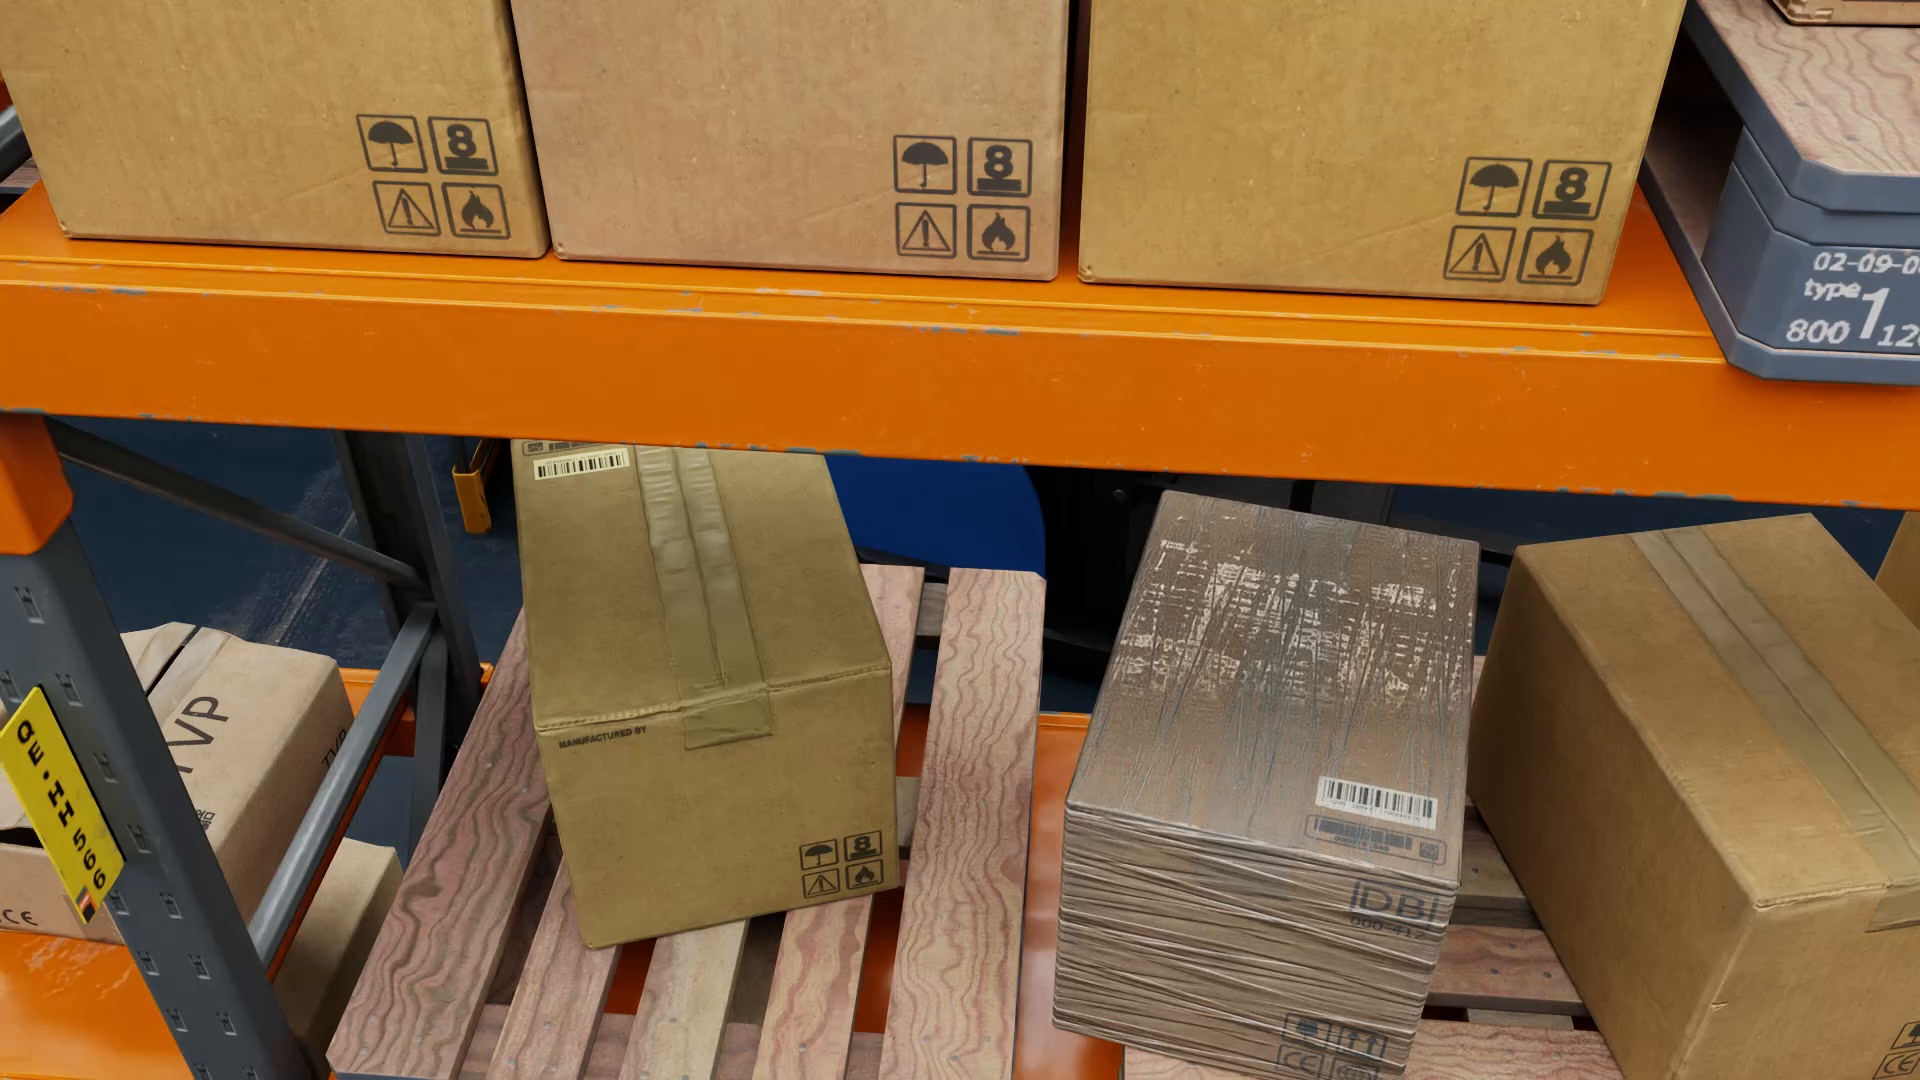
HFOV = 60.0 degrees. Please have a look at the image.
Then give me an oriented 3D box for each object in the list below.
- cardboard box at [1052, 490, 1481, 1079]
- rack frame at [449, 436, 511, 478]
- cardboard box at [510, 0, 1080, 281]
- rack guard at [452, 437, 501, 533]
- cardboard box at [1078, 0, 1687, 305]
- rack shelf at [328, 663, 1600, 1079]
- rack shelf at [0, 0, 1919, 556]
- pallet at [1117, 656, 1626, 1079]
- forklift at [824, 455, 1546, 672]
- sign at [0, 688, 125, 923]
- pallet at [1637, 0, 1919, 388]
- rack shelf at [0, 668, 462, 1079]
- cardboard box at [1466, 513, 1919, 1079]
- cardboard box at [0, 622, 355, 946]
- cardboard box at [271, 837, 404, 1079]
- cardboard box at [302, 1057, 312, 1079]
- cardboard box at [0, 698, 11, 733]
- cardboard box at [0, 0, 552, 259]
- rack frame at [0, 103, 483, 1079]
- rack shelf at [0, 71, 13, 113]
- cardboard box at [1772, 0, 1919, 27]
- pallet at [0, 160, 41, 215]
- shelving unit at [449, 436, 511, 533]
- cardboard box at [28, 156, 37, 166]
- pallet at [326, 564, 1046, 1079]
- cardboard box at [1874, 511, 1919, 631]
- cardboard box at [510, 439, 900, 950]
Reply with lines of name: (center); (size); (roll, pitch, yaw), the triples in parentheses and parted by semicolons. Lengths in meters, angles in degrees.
cardboard box: (0.470, 0.363, 2.516); (0.500, 0.500, 0.700); (10, 40, 12)
rack frame: (-1.691, -0.792, 5.535); (0.032, 1.500, 0.500); (1, 39, 1)
cardboard box: (-0.116, -0.740, 1.828); (0.500, 0.500, 0.910); (3, 39, 4)
rack guard: (-1.672, -0.307, 5.929); (0.087, 0.250, 0.587); (1, 39, 1)
cardboard box: (0.402, -0.712, 1.793); (0.500, 0.500, 0.910); (3, 39, 4)
rack shelf: (0.931, 0.819, 2.937); (4.000, 0.370, 1.077); (3, 39, 4)
rack shelf: (0.931, -0.344, 1.990); (4.000, 0.370, 1.077); (3, 39, 4)
pallet: (0.876, 0.609, 2.778); (1.213, 0.211, 1.003); (3, 39, 4)
forklift: (0.857, -0.949, 4.594); (3.031, 2.935, 1.130); (13, 41, 15)
sign: (-1.106, 0.332, 2.049); (0.005, 0.325, 0.100); (3, 39, 4)
pallet: (1.246, -0.575, 1.853); (1.003, 0.211, 1.213); (3, 39, 4)
rack shelf: (-3.054, 0.601, 3.205); (4.000, 0.370, 1.077); (3, 39, 4)
cardboard box: (1.158, 0.390, 2.483); (0.500, 0.500, 0.700); (-6, 40, -8)
cardboard box: (-1.420, 0.419, 2.930); (0.500, 0.311, 0.500); (5, 39, 7)
cardboard box: (-1.558, 0.904, 3.664); (0.500, 0.311, 0.500); (4, 39, 5)
cardboard box: (-1.605, 1.244, 3.247); (0.500, 0.311, 0.500); (4, 39, 5)
cardboard box: (-1.936, 0.295, 3.081); (0.500, 0.311, 0.500); (3, 39, 3)
cardboard box: (-0.624, -0.768, 1.862); (0.500, 0.500, 0.910); (3, 39, 4)
rack frame: (-1.061, 0.431, 2.844); (0.127, 3.000, 1.000); (3, 39, 4)
rack shelf: (-3.054, -0.562, 2.258); (4.000, 0.370, 1.077); (3, 39, 4)
cardboard box: (1.099, -0.899, 1.611); (0.600, 0.600, 0.600); (2, 39, 2)
pallet: (-3.847, -1.779, 7.769); (1.213, 0.211, 1.003); (3, 39, 4)
shelving unit: (-1.174, -0.782, 5.523); (1.083, 1.500, 0.587); (1, 39, 1)
cardboard box: (-3.888, -2.074, 7.553); (0.500, 0.500, 0.700); (4, 39, 5)
pallet: (-0.380, 0.499, 2.913); (1.003, 0.211, 1.213); (3, 39, 4)
cardboard box: (1.780, 0.284, 2.614); (0.500, 0.500, 0.700); (9, 40, 11)
cardboard box: (-0.424, 0.193, 2.725); (0.500, 0.500, 0.700); (-9, 40, -11)
